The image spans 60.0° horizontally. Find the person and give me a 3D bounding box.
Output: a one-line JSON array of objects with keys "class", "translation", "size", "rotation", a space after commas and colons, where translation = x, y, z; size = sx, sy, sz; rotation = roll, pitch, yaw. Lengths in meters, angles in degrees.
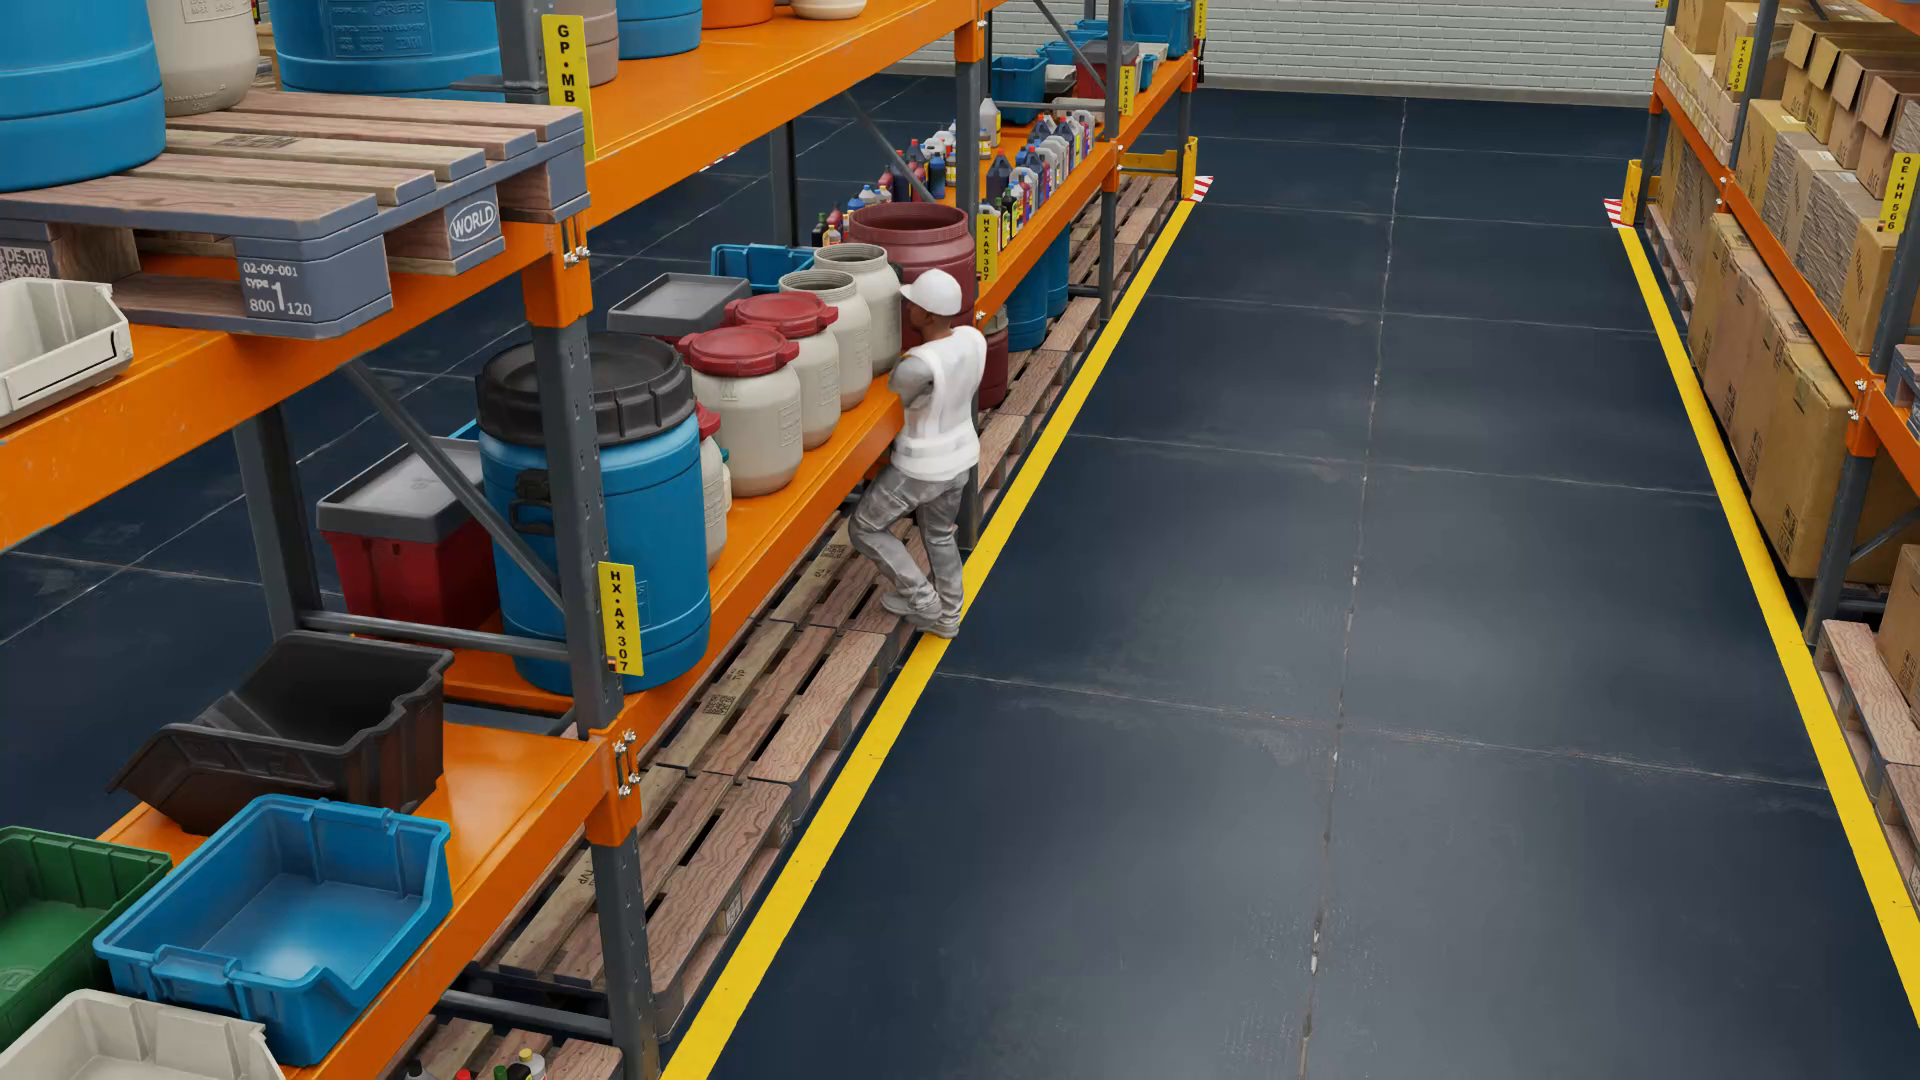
[{"class": "person", "translation": [-0.221, -0.342, 7.316], "size": [0.576, 1.780, 0.480], "rotation": [15, 29, 29]}]
